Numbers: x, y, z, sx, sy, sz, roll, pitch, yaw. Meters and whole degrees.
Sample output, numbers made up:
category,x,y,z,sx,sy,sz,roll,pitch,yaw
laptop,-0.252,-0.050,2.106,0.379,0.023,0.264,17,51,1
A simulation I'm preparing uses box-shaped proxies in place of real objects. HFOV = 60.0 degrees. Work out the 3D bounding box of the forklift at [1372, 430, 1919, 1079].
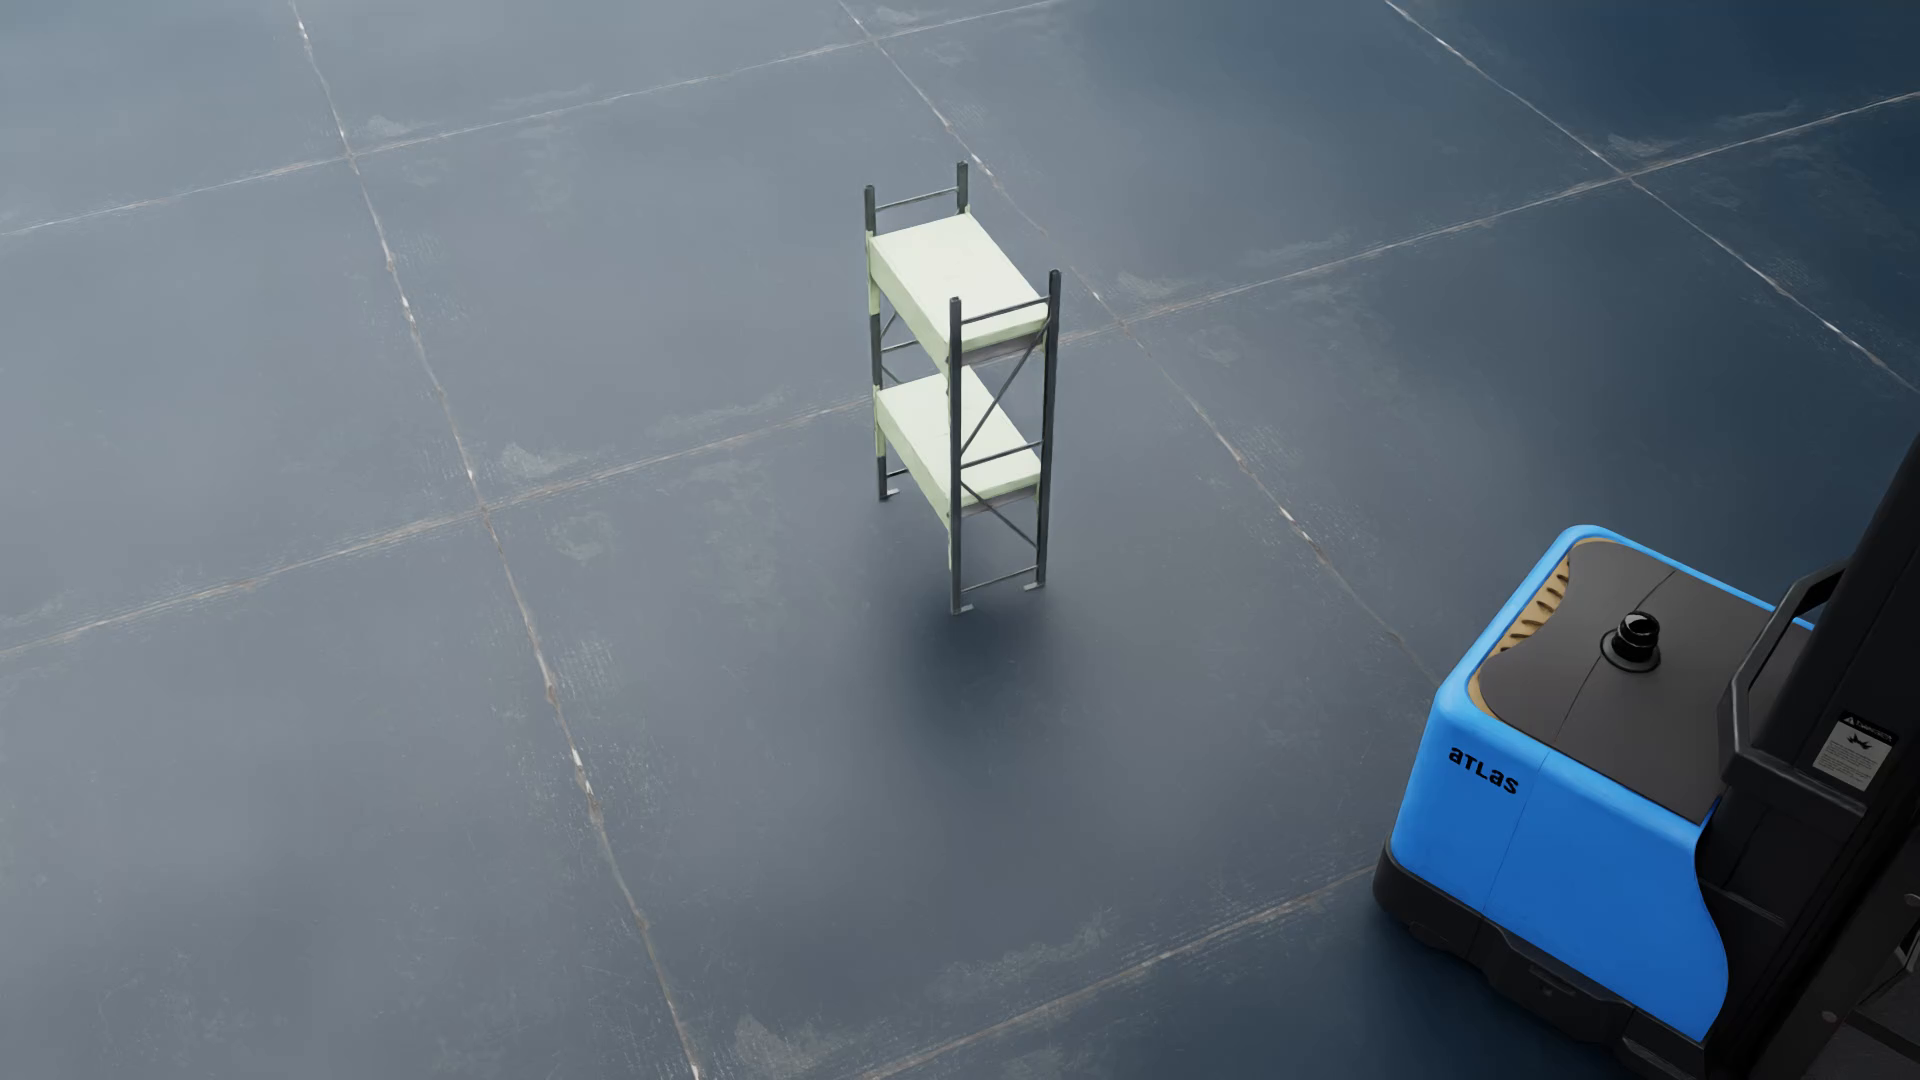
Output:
category,x,y,z,sx,sy,sz,roll,pitch,yaw
forklift,2.822,0.561,4.095,3.031,2.935,1.130,30,52,27

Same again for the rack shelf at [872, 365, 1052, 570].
category,x,y,z,sx,sy,sz,roll,pitch,yaw
rack shelf,-0.003,-0.306,6.457,0.431,0.370,0.720,-18,47,-17

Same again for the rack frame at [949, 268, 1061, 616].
category,x,y,z,sx,sy,sz,roll,pitch,yaw
rack frame,0.151,-0.305,5.991,0.400,1.500,0.023,-18,47,-17

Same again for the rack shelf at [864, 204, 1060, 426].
category,x,y,z,sx,sy,sz,roll,pitch,yaw
rack shelf,-0.003,-0.816,5.953,0.431,0.370,0.720,-18,47,-17

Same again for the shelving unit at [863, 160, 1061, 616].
category,x,y,z,sx,sy,sz,roll,pitch,yaw
shelving unit,-0.003,-0.538,6.228,0.431,1.500,0.755,-18,47,-17

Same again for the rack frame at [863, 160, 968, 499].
category,x,y,z,sx,sy,sz,roll,pitch,yaw
rack frame,-0.157,-0.771,6.464,0.400,1.500,0.023,-18,47,-17
